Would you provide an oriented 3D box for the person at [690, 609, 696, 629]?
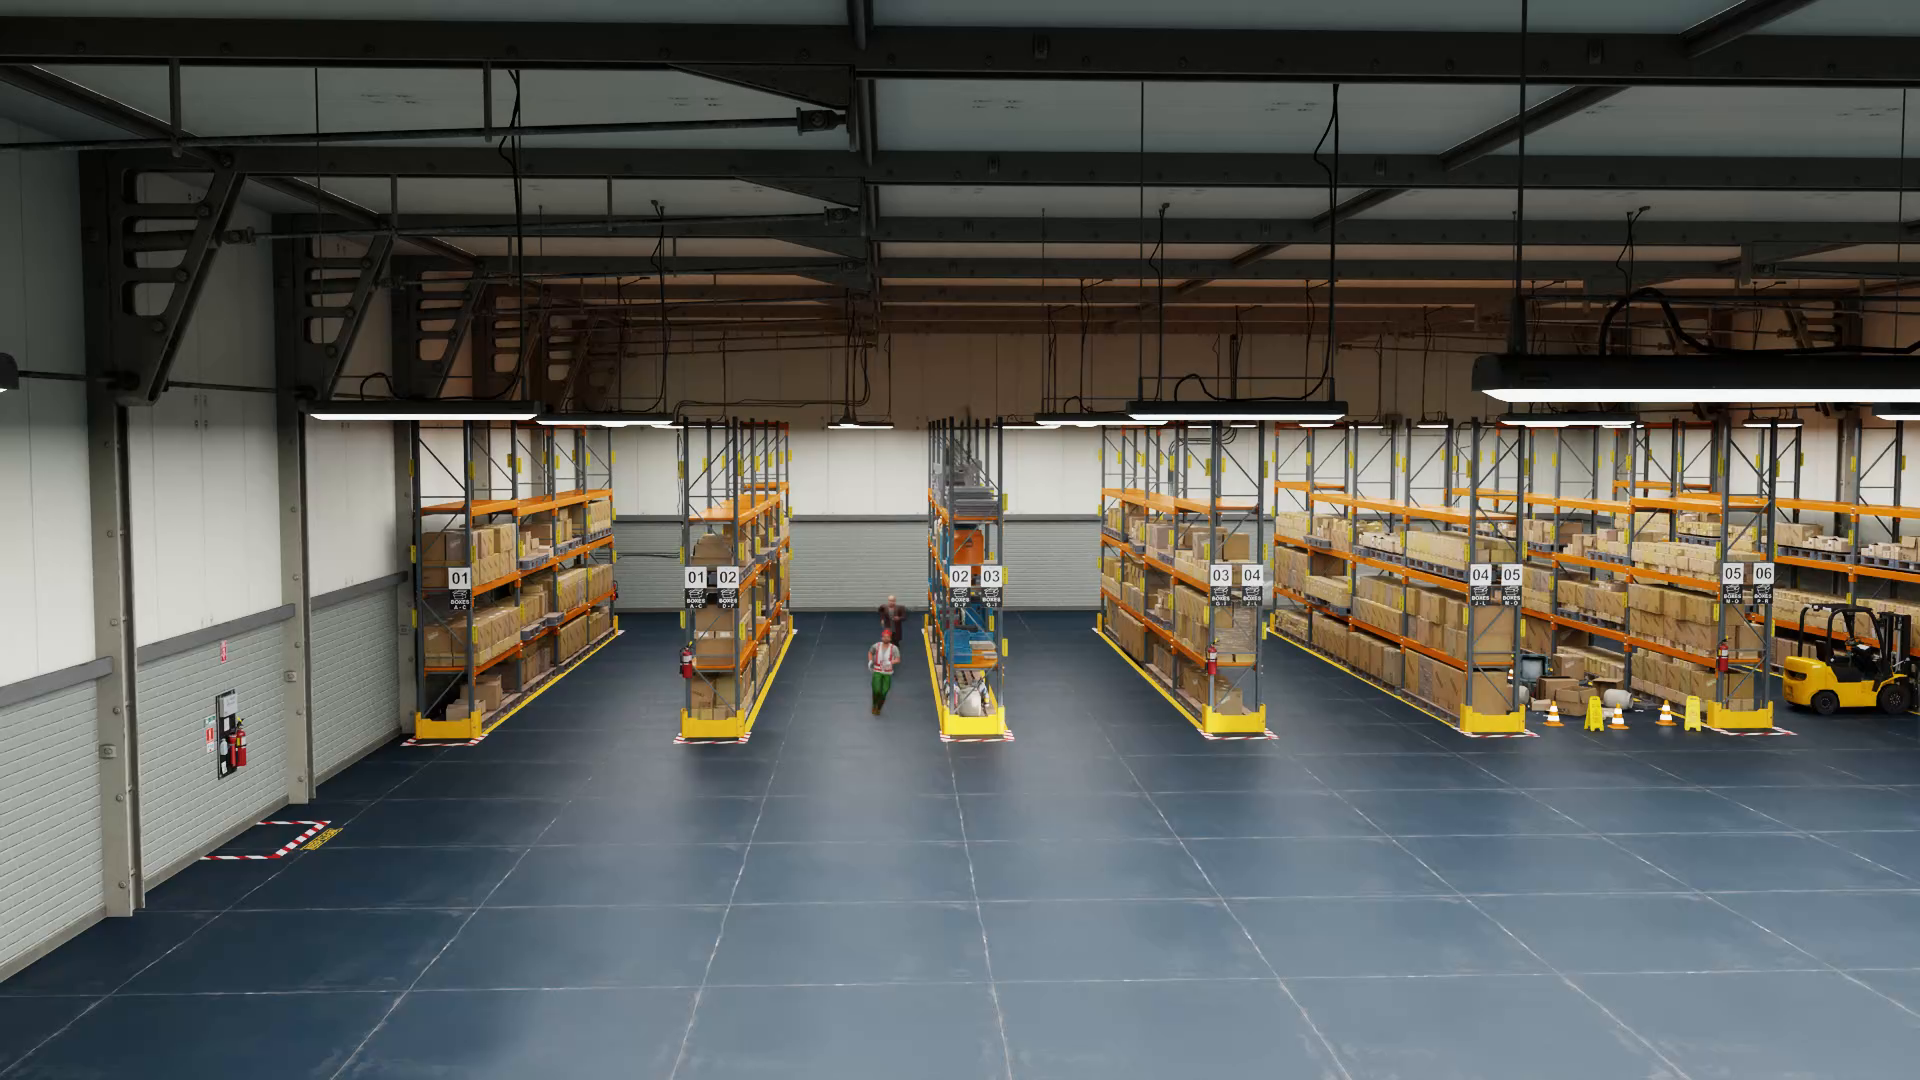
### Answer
[{"bbox_3d":[-6.652,2.054,42.933,0.686,1.829,0.875,0,4,-2],"label":"person"}]

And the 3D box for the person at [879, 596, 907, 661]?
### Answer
[{"bbox_3d":[-1.627,2.226,40.368,0.701,1.802,1.046,0,4,-1],"label":"person"}]

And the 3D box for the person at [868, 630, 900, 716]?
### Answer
[{"bbox_3d":[-1.519,2.664,33.349,0.645,1.742,0.637,0,4,-3],"label":"person"}]
